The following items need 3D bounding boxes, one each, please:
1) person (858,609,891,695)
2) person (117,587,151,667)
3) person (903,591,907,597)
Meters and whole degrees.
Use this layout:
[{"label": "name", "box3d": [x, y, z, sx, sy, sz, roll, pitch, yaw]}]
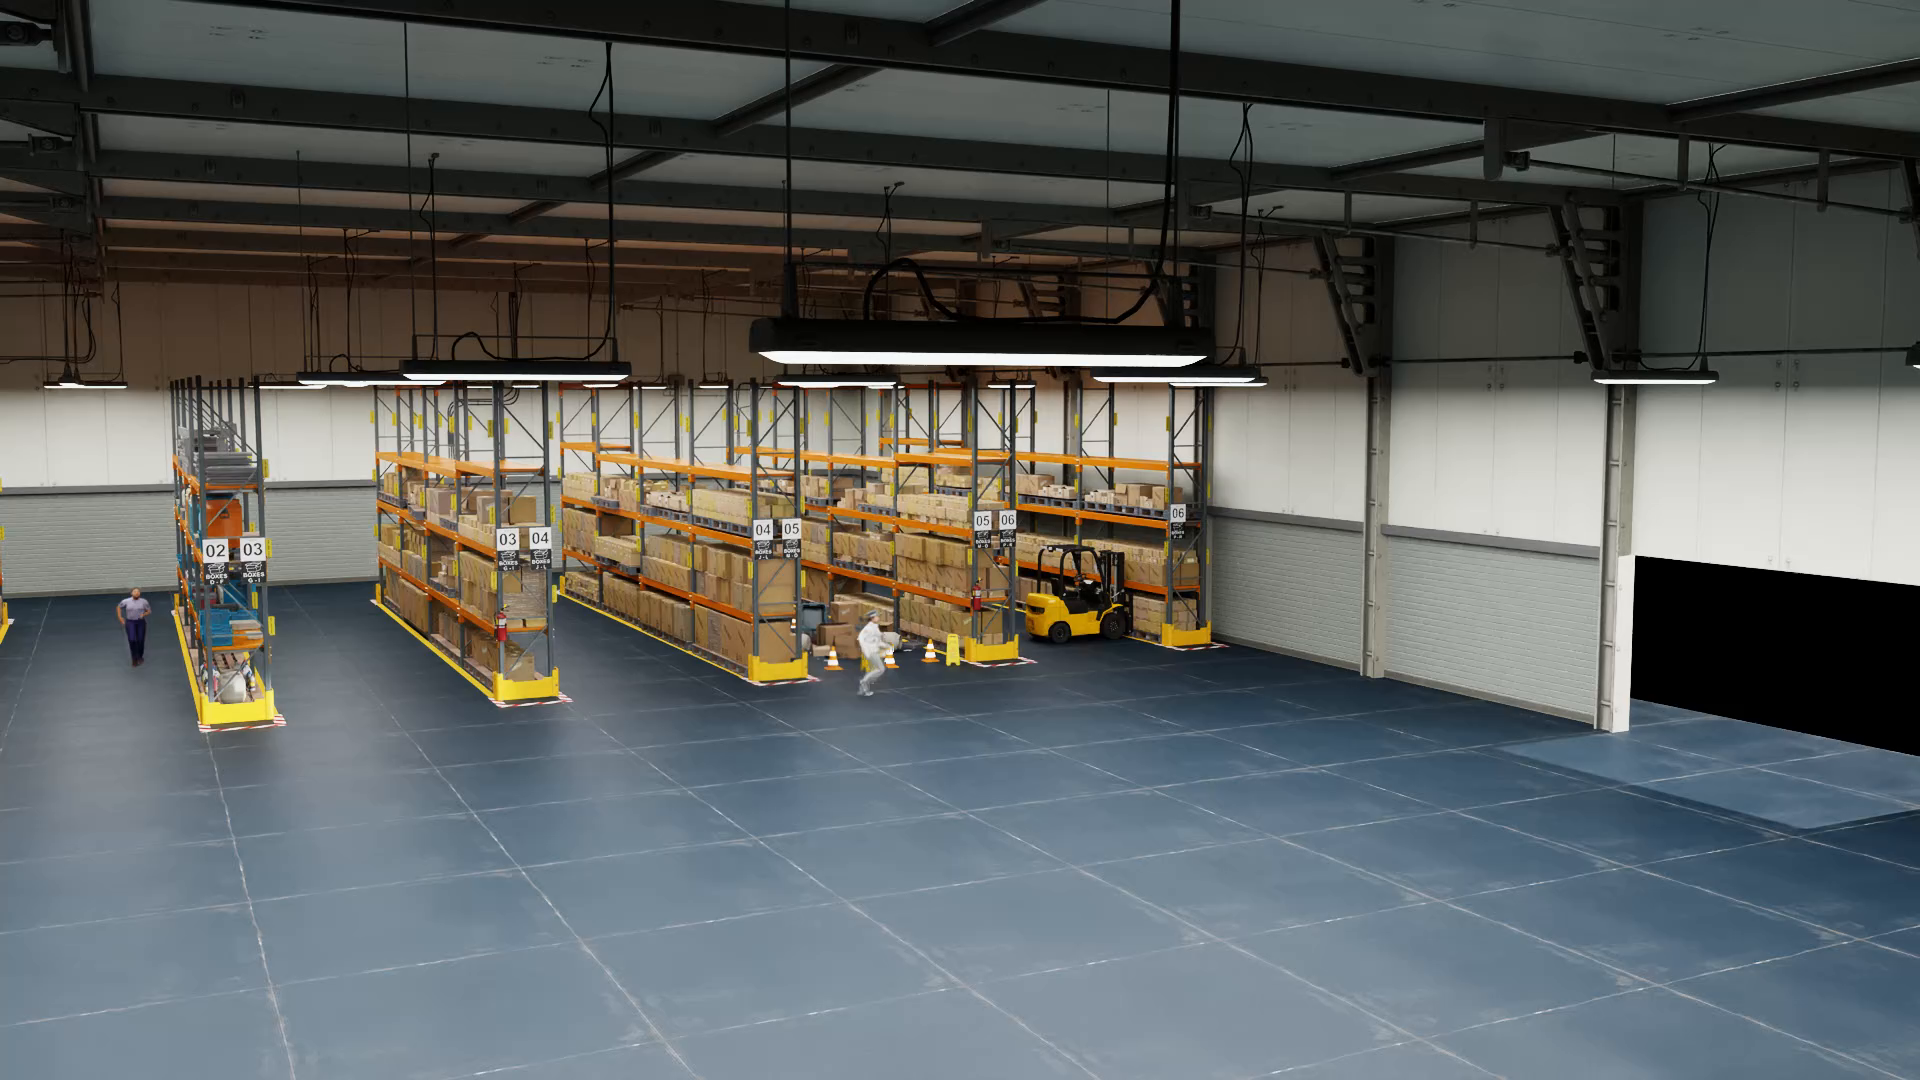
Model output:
[{"label": "person", "box3d": [-1.614, 2.113, 31.292, 0.624, 1.639, 0.599, 1, 5, 9]}, {"label": "person", "box3d": [-17.313, 1.828, 34.920, 0.607, 1.685, 0.735, -4, 6, -36]}, {"label": "person", "box3d": [-1.347, 1.030, 43.280, 0.534, 1.537, 0.891, -2, 6, -26]}]
